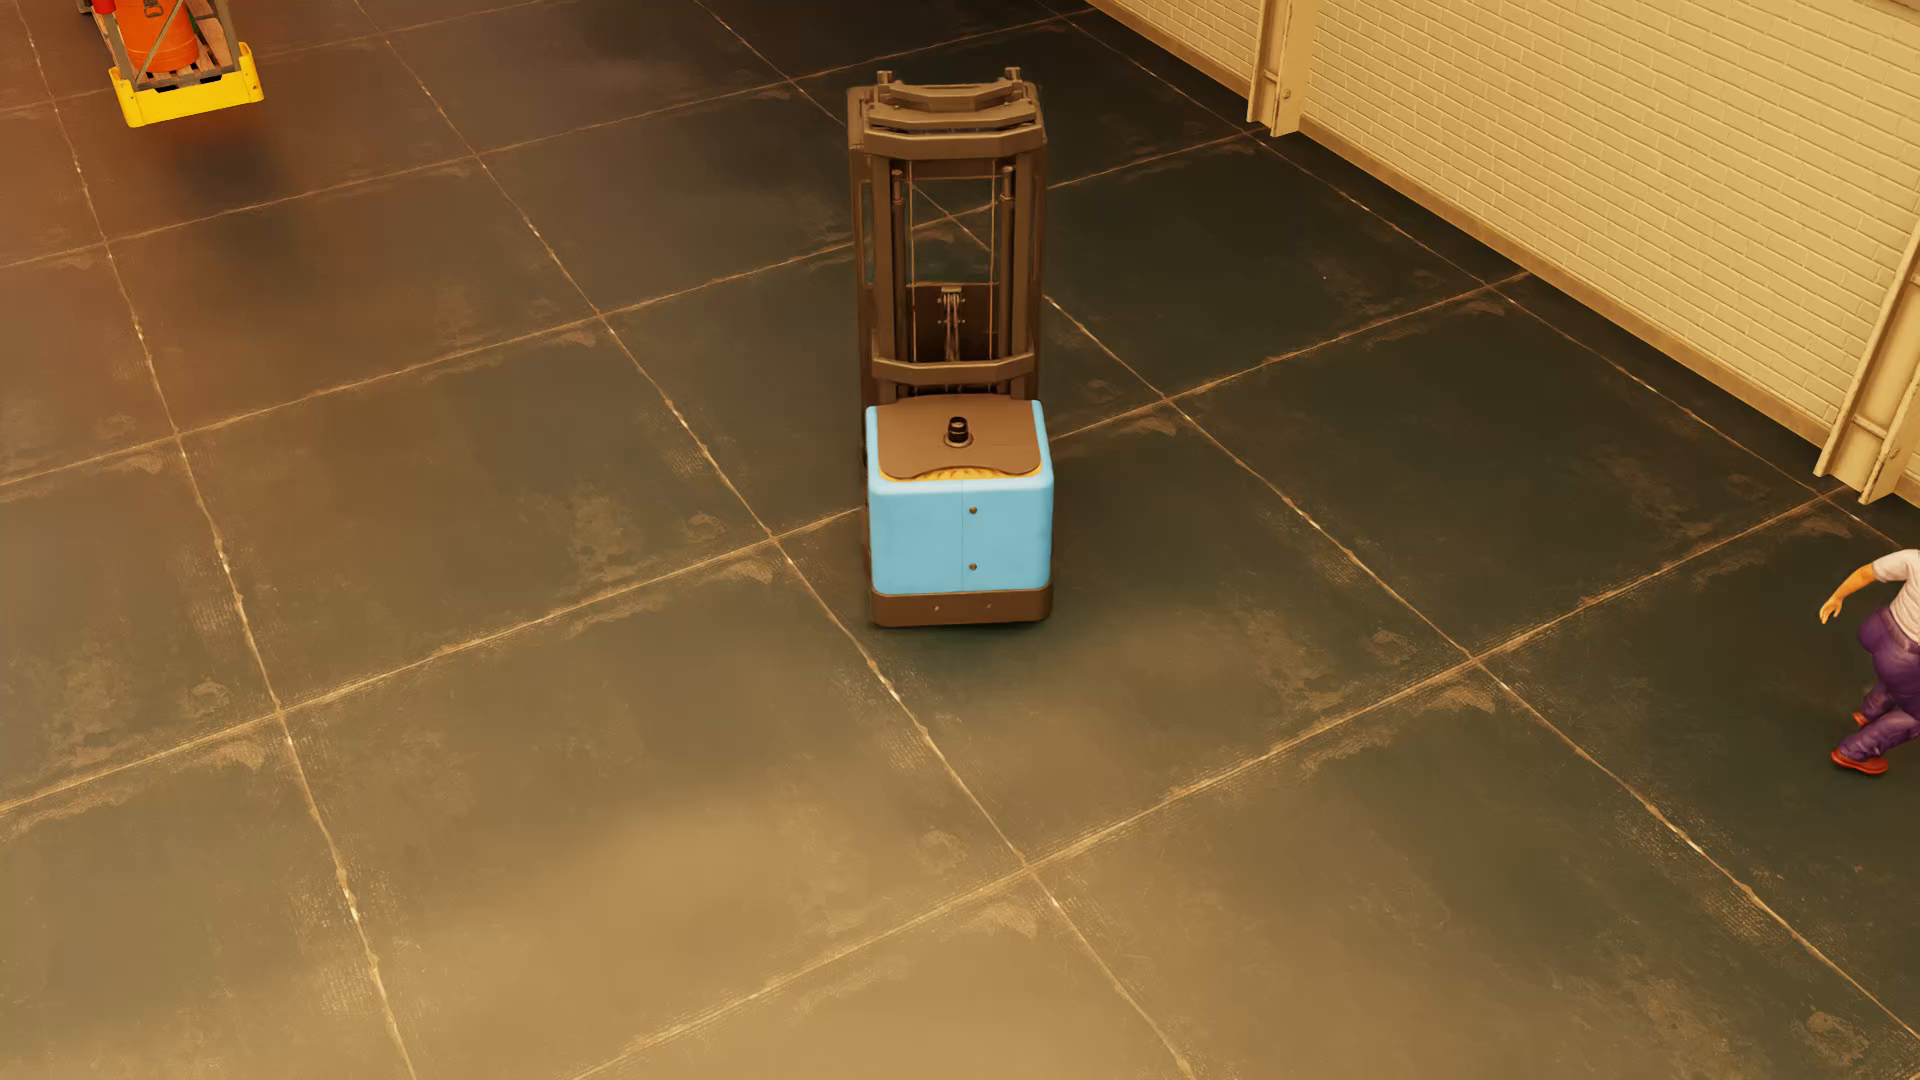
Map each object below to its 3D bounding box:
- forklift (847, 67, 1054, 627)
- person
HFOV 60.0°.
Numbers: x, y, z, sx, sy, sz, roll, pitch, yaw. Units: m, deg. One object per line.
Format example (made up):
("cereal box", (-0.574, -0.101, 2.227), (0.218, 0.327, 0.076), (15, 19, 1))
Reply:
("forklift", (-0.082, -1.551, 9.906), (1.130, 2.935, 3.031), (-2, 40, -3))
("person", (4.821, 0.561, 8.439), (0.709, 1.630, 0.615), (-4, 40, -4))
